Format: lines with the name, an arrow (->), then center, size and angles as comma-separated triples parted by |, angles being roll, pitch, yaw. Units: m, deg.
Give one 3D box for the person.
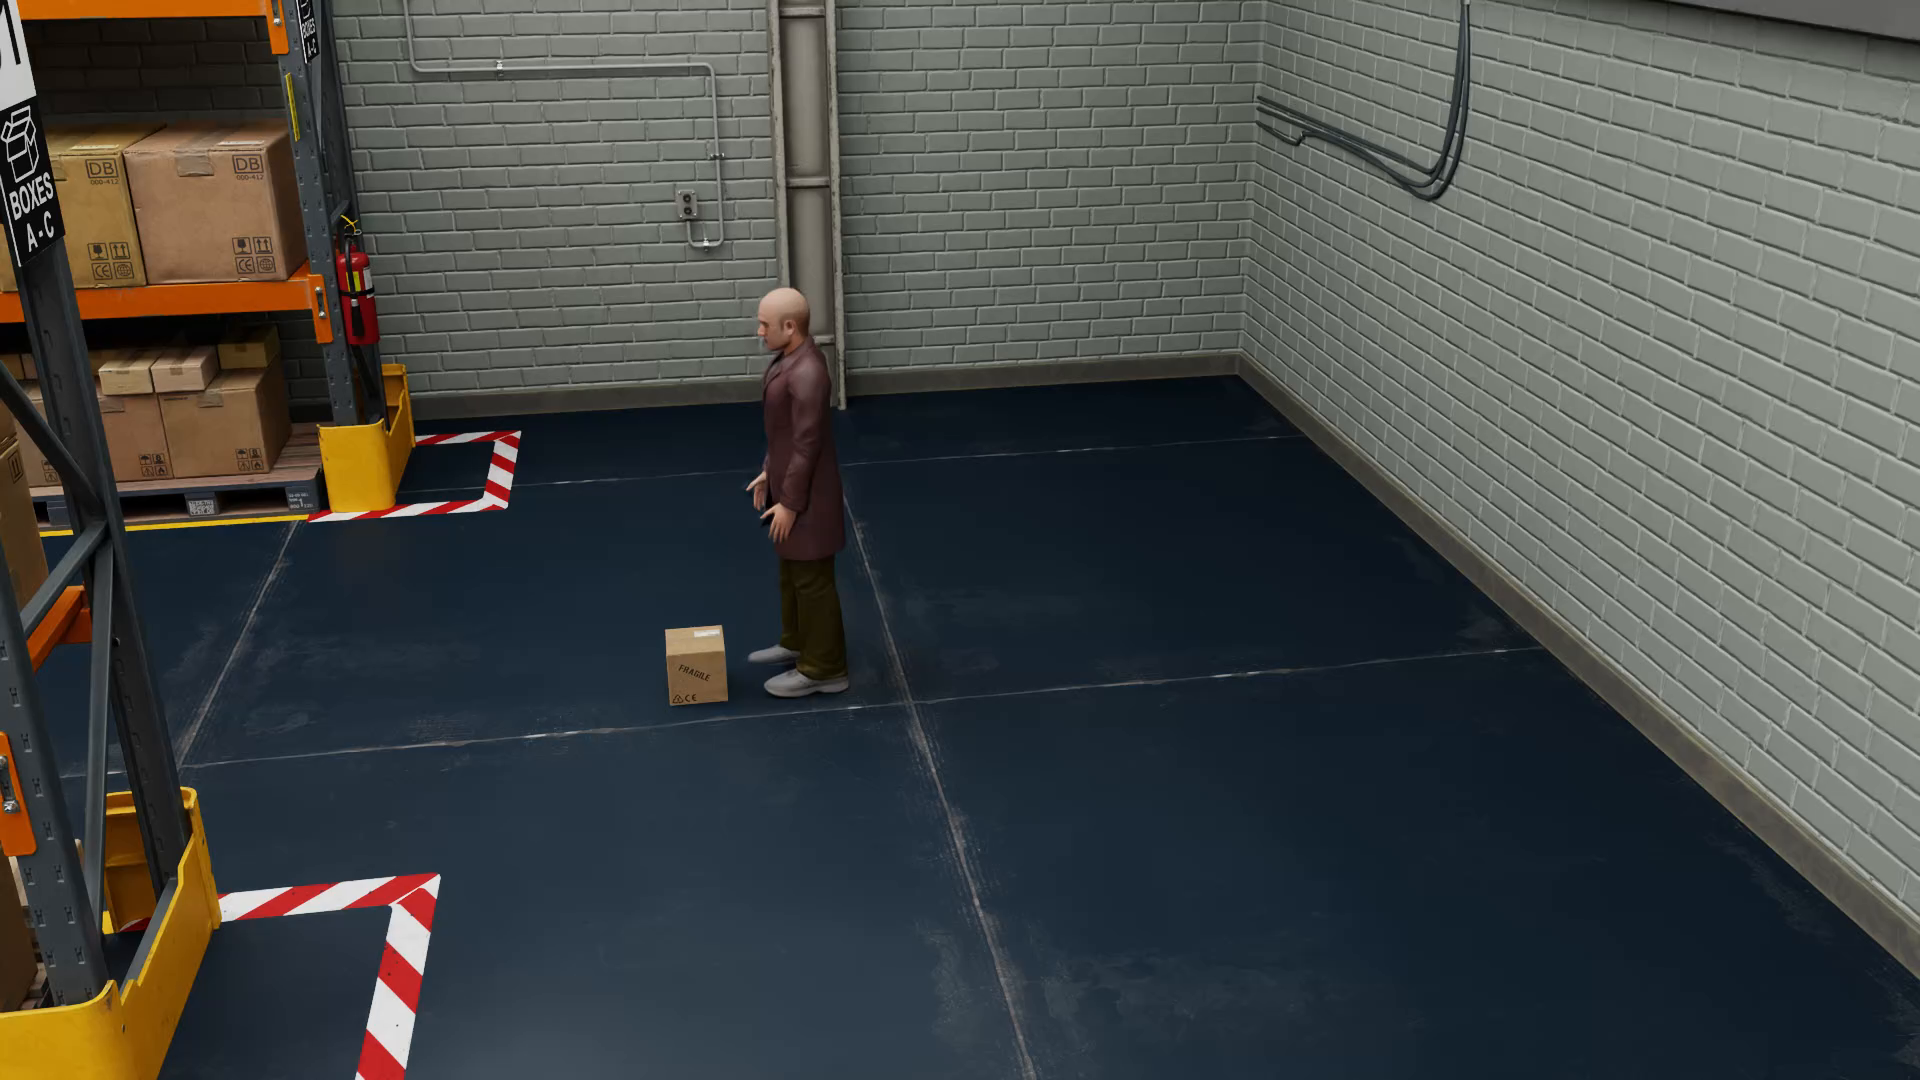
person -> -0.714, -0.185, 7.064 | 0.430, 1.806, 0.572 | -4, 23, -10
